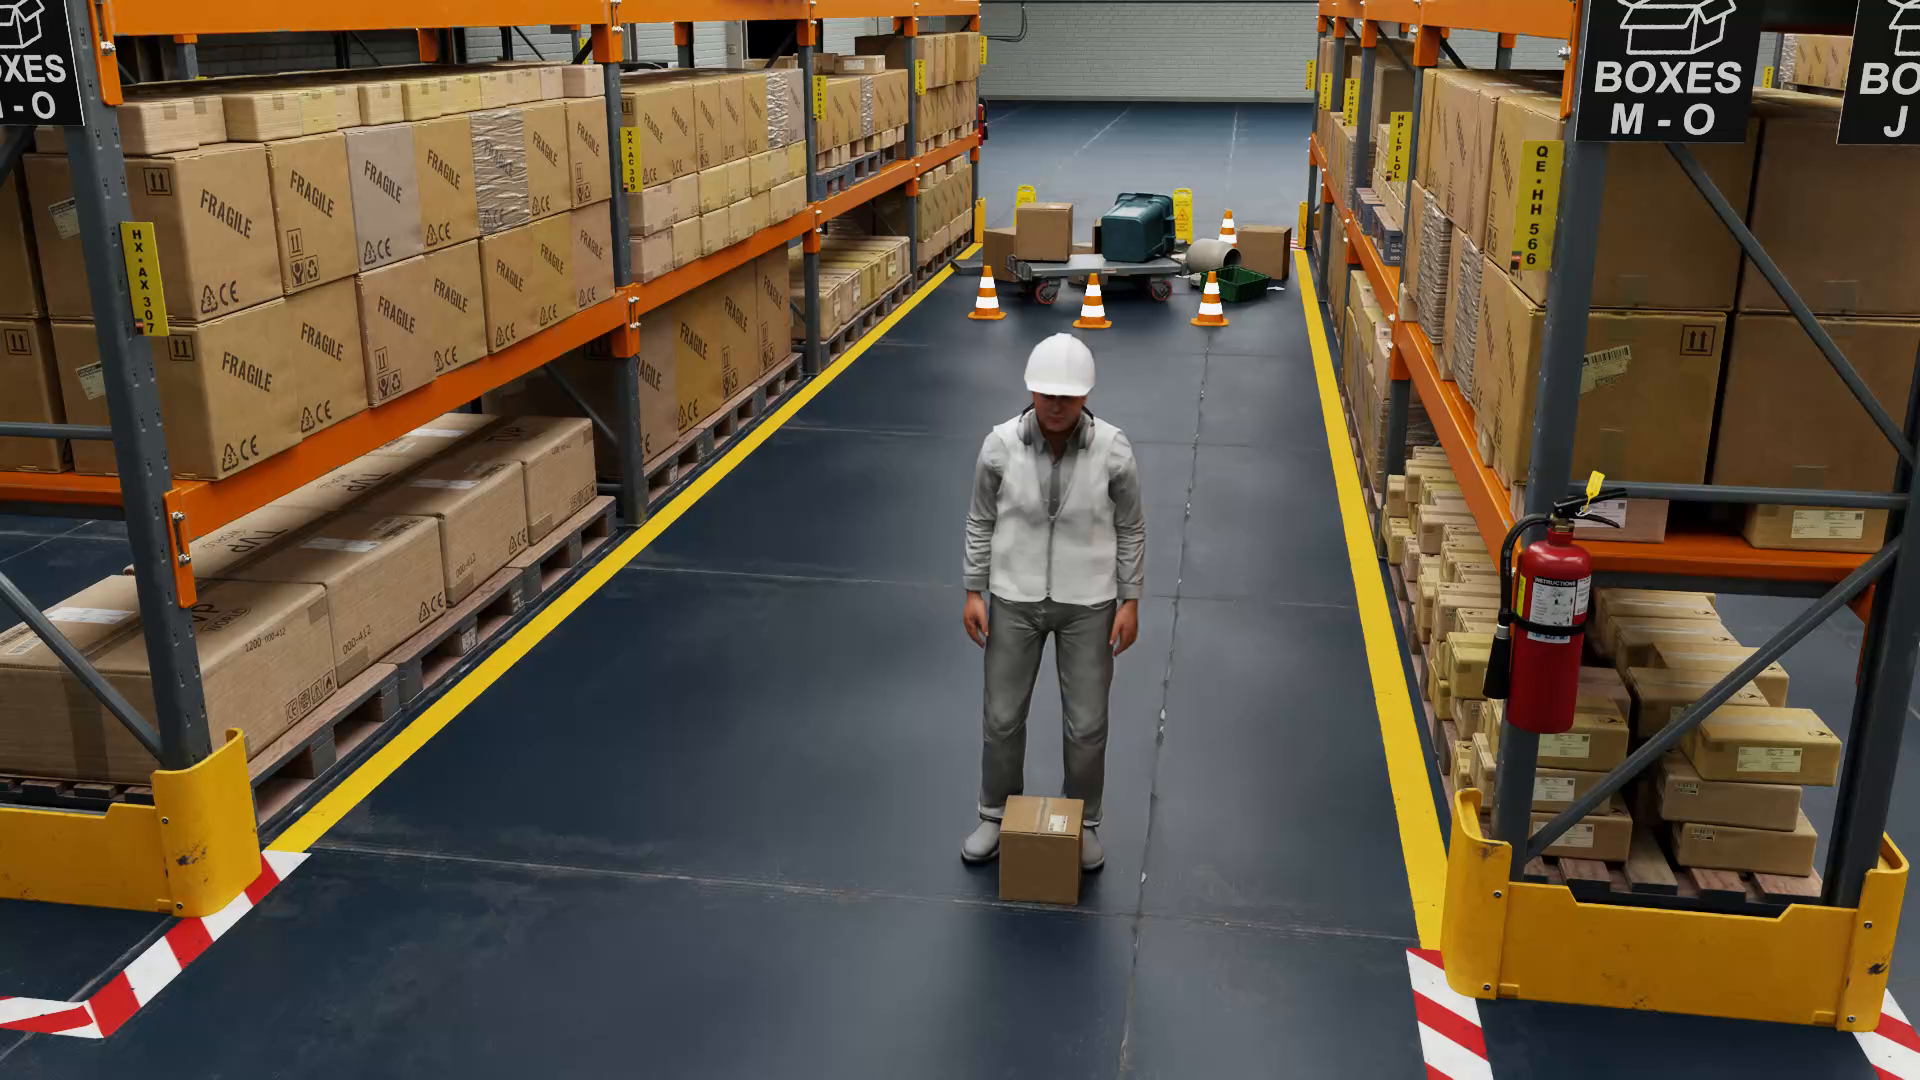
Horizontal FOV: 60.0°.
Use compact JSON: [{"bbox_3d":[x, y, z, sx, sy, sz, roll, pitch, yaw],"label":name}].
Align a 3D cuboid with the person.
[{"bbox_3d":[0.298,0.200,5.385,0.583,1.771,0.466,3,18,8],"label":"person"}]
